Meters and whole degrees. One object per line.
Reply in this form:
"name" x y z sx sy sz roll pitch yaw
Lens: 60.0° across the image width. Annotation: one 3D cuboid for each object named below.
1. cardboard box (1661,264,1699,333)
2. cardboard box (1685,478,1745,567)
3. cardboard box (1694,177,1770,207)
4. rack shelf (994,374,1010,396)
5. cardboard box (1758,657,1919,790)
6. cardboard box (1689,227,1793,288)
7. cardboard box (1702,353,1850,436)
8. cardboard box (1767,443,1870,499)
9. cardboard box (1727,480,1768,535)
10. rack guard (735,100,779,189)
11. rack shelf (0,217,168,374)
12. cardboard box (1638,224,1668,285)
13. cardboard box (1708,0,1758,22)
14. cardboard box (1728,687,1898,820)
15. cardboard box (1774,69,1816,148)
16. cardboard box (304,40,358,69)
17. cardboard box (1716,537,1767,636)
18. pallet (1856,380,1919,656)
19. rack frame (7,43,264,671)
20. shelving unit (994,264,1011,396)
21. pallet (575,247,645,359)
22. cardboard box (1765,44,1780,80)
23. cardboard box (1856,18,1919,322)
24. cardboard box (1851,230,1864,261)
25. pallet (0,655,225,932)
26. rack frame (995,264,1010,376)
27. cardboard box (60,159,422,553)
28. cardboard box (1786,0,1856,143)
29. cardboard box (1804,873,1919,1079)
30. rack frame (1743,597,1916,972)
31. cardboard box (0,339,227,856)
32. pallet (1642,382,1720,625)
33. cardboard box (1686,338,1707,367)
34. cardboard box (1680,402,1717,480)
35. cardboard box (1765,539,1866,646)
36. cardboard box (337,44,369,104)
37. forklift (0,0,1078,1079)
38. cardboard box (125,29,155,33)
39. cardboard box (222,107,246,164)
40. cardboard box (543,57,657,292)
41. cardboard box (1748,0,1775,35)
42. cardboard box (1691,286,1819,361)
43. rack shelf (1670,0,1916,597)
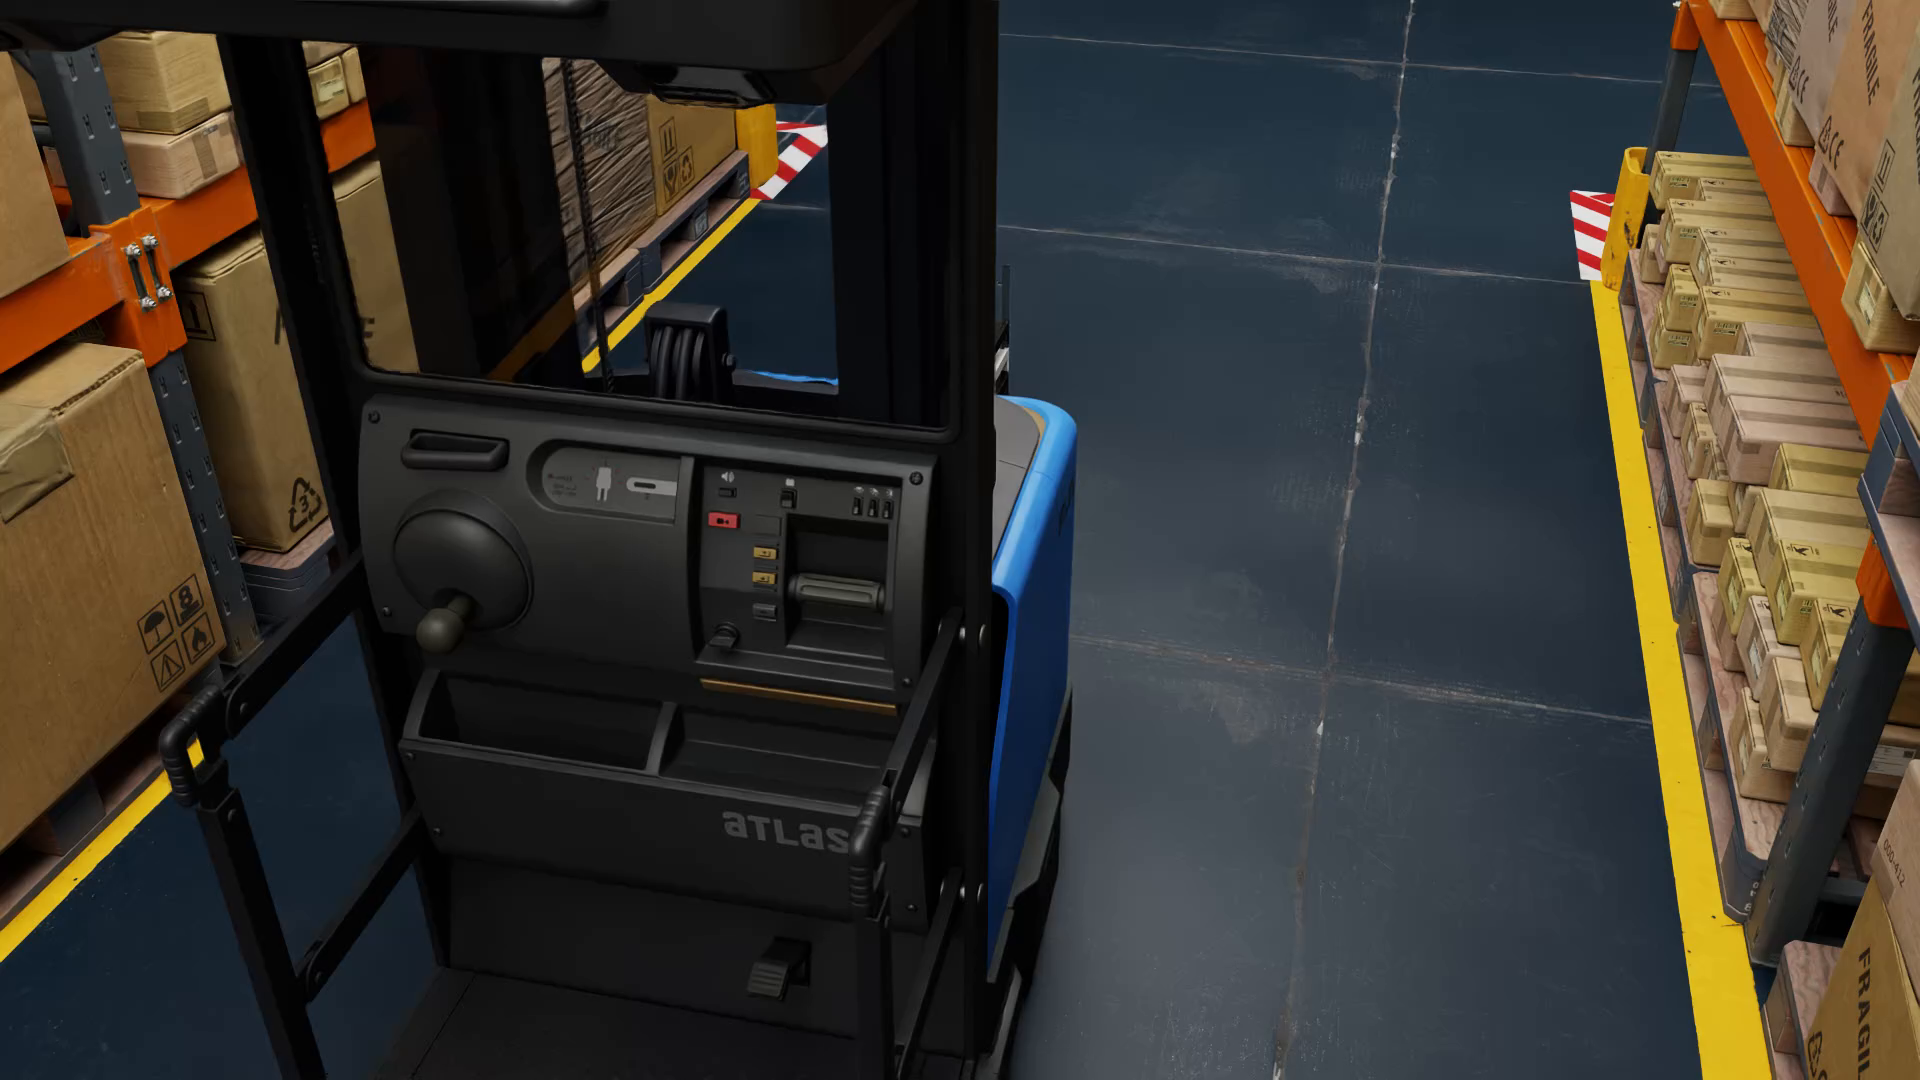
"cardboard box" 2.639 -0.817 5.728 0.380 0.149 0.250 9 34 14
"cardboard box" 2.309 -0.032 4.770 0.380 0.149 0.250 8 33 12
"cardboard box" 2.876 -1.186 6.032 0.380 0.149 0.250 9 33 13
"rack shelf" 0.002 -0.432 4.985 0.258 0.077 0.200 8 33 12
"cardboard box" 2.049 0.423 3.777 0.380 0.149 0.250 9 33 13
"cardboard box" 2.705 -0.933 5.633 0.380 0.149 0.250 6 33 10
"cardboard box" 2.375 -0.403 4.799 0.380 0.149 0.250 7 33 11
"cardboard box" 2.339 -0.108 4.335 0.380 0.149 0.250 9 34 14
"cardboard box" 2.361 -0.112 4.619 0.380 0.149 0.250 9 33 14
"rack guard" -1.474 -2.032 7.980 1.175 0.500 0.348 8 33 12
"rack shelf" -3.003 0.343 2.585 1.077 0.370 4.000 8 33 12
"cardboard box" 2.849 -1.092 6.438 0.380 0.149 0.250 9 33 13
"cardboard box" 2.748 -1.847 5.593 0.380 0.149 0.250 7 33 11
"cardboard box" 2.046 0.505 3.925 0.380 0.149 0.250 8 33 13
"cardboard box" 2.450 -1.166 4.522 0.380 0.149 0.250 9 33 13
"cardboard box" -1.992 -1.526 4.717 0.500 0.250 0.500 8 33 12
"cardboard box" 2.156 0.139 4.223 0.380 0.149 0.250 7 33 11
"pallet" 1.942 0.187 2.338 1.003 0.211 1.213 8 33 12
"rack frame" -2.496 -0.998 4.024 1.000 3.000 0.127 8 33 12
"shelving unit" 0.002 -0.384 5.015 0.258 0.900 0.210 8 33 12
"pallet" -1.919 -0.841 6.375 1.003 0.211 1.213 8 33 12
"cardboard box" 2.632 -1.432 4.941 0.380 0.149 0.250 7 33 11
"cardboard box" 2.126 -0.728 3.228 0.500 0.500 0.500 8 33 12
"cardboard box" 2.208 -0.624 3.669 0.380 0.149 0.250 9 34 14
"pallet" -2.619 0.589 4.127 1.003 0.211 1.213 8 33 12
"rack frame" 0.028 -0.437 5.098 0.240 0.900 0.006 8 33 12
"cardboard box" -2.251 -0.610 5.003 0.875 0.875 0.875 8 33 12
"cardboard box" 2.386 -1.255 4.058 0.500 0.500 0.500 8 33 12
"cardboard box" 1.832 0.954 2.891 0.500 0.500 0.500 9 34 14
"rack frame" 2.276 -0.271 2.880 1.000 3.000 0.127 8 33 12
"cardboard box" -2.639 0.056 3.955 1.225 0.875 0.875 8 33 13
"pallet" 2.720 -0.082 5.183 1.003 0.211 1.213 8 33 12
"cardboard box" 2.662 -0.552 5.589 0.380 0.149 0.250 8 33 12
"cardboard box" 2.469 -0.288 5.172 0.380 0.149 0.250 8 33 12
"cardboard box" 2.141 0.146 3.935 0.380 0.149 0.250 8 33 13
"cardboard box" -1.901 -1.410 4.907 0.380 0.149 0.250 7 33 11
"forklift" -0.544 0.071 2.407 1.130 2.935 3.031 7 33 11
"cardboard box" -2.127 -1.591 4.120 0.500 0.500 0.500 8 33 12
"cardboard box" -2.032 -1.137 4.476 0.380 0.149 0.250 7 33 11
"cardboard box" -1.797 -1.539 6.465 0.875 0.875 0.875 8 33 12
"cardboard box" 2.663 -1.785 4.891 0.500 0.500 0.500 8 33 13
"cardboard box" 2.515 -0.660 5.204 0.380 0.149 0.250 9 33 13
"rack shelf" 2.784 -1.005 4.705 1.077 0.370 4.000 8 33 12
